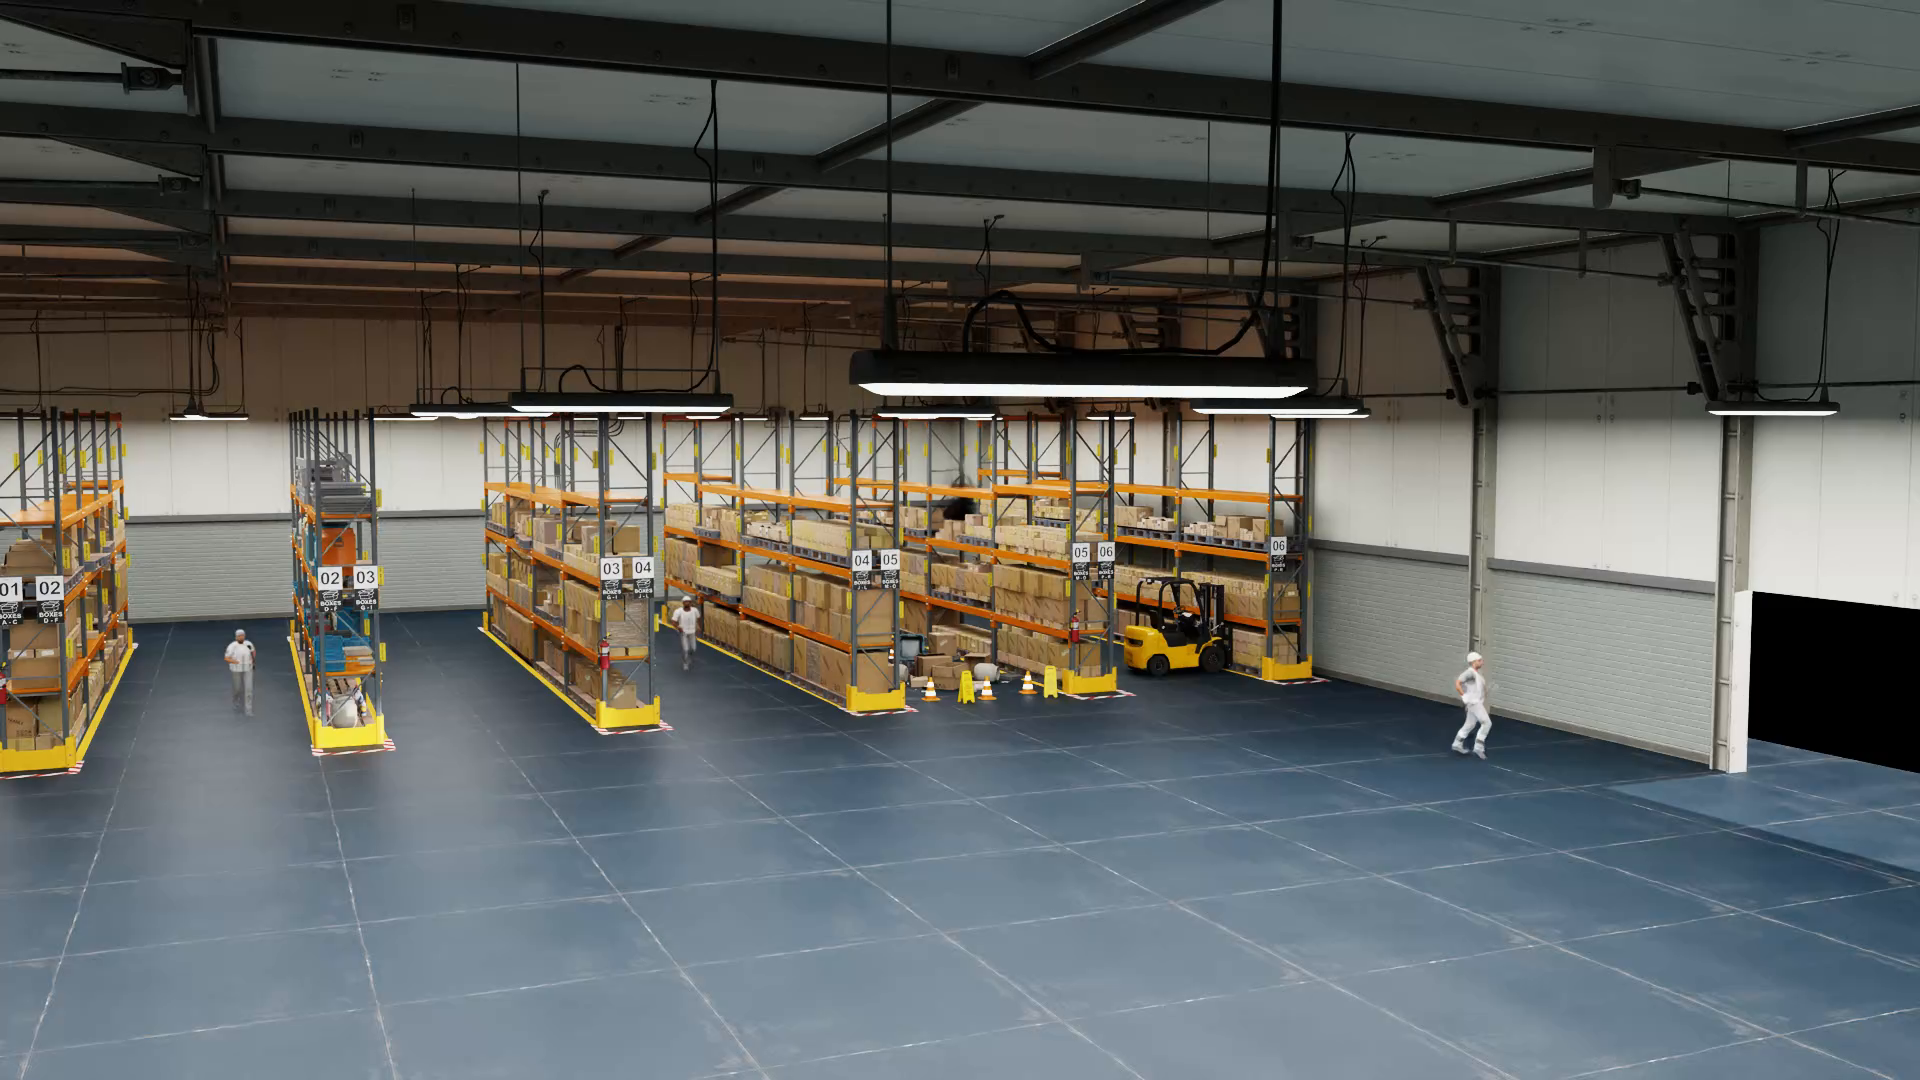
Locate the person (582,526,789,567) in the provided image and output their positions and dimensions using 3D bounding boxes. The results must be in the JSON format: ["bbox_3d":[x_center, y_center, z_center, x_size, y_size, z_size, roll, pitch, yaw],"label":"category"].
[{"bbox_3d":[-6.182,0.945,41.781,9.362,3.680,16.271,-2,4,-23],"label":"person"}]

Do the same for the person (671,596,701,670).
[{"bbox_3d":[-6.351,2.155,38.717,0.736,1.719,0.605,-2,4,-27],"label":"person"}]

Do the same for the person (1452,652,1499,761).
[{"bbox_3d":[8.806,2.839,28.429,0.767,1.841,0.645,2,4,25],"label":"person"}]

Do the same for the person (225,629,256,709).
[{"bbox_3d":[-14.190,2.541,32.818,0.606,1.572,0.779,-3,5,-34],"label":"person"}]
